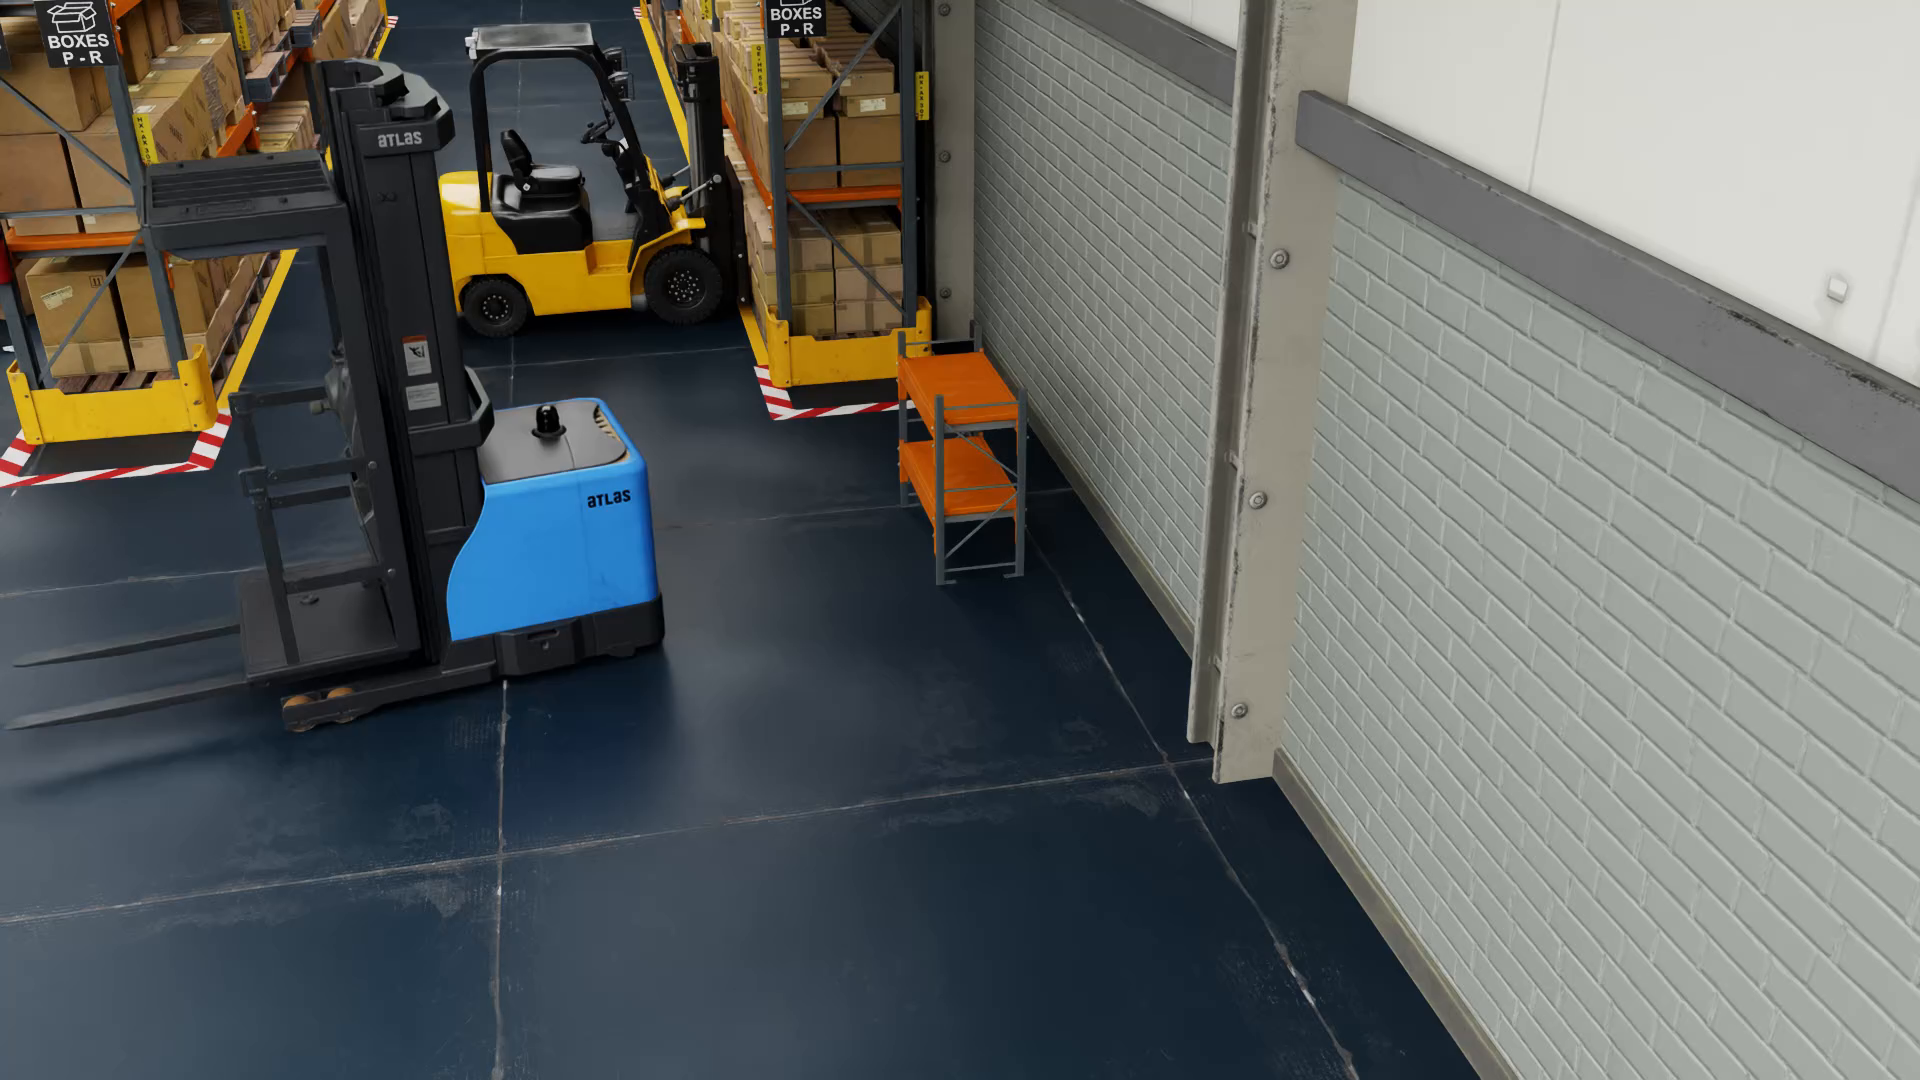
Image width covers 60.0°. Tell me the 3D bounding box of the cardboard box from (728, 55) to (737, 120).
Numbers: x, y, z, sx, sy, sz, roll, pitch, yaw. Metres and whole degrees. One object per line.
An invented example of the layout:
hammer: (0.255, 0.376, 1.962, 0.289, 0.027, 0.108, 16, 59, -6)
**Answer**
cardboard box: (-1.612, -3.701, 13.642, 0.500, 0.500, 0.500, -6, 27, -12)

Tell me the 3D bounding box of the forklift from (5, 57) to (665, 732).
forklift: (-3.092, -0.665, 7.815, 3.031, 2.935, 1.130, -11, 29, -21)

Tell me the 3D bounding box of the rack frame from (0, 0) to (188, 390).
rack frame: (-5.640, -2.065, 10.512, 1.000, 3.000, 0.127, -6, 27, -12)

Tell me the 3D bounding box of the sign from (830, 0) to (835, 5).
sign: (-1.166, -4.806, 14.893, 0.100, 0.325, 0.005, -6, 27, -12)

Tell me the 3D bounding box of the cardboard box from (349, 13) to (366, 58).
cardboard box: (-8.381, -6.663, 22.000, 0.875, 0.438, 0.875, -6, 27, -12)

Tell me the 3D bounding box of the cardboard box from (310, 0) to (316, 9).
cardboard box: (-7.441, -5.974, 18.423, 0.500, 0.250, 0.500, -7, 28, -13)

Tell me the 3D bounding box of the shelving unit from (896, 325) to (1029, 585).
shelving unit: (-0.002, -0.505, 9.502, 0.538, 1.125, 1.048, -6, 27, -12)

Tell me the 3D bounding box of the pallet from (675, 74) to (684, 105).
pallet: (-3.010, -5.704, 20.817, 1.003, 0.211, 1.213, -6, 27, -12)

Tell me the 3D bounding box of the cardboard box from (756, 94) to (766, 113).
cardboard box: (-1.242, -3.138, 11.807, 0.380, 0.149, 0.250, -6, 27, -11)

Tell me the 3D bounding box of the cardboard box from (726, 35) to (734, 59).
cardboard box: (-1.704, -4.038, 13.590, 0.380, 0.149, 0.250, -6, 27, -12)

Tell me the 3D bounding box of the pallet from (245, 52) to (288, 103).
pallet: (-6.572, -4.086, 14.729, 1.003, 0.211, 1.213, -6, 27, -12)

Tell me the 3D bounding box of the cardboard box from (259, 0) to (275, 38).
cardboard box: (-6.579, -4.859, 15.141, 0.500, 0.500, 0.500, -6, 27, -12)

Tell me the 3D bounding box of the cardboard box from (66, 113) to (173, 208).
cardboard box: (-5.476, -2.479, 10.891, 0.500, 0.500, 0.500, -6, 27, -12)

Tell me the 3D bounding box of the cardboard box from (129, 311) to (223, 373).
cardboard box: (-5.552, -1.407, 11.794, 0.500, 0.250, 0.500, -6, 27, -12)

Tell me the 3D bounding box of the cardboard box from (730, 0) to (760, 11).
cardboard box: (-1.759, -4.520, 14.215, 0.380, 0.149, 0.250, -6, 27, -11)

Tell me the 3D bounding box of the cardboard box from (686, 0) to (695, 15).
cardboard box: (-2.534, -5.568, 17.064, 0.500, 0.250, 0.500, -7, 28, -13)

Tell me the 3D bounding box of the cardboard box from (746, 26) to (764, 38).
cardboard box: (-1.482, -3.959, 13.103, 0.380, 0.149, 0.250, -6, 27, -11)

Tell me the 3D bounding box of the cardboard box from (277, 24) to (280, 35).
cardboard box: (-6.713, -4.860, 15.863, 0.380, 0.149, 0.250, -7, 28, -13)

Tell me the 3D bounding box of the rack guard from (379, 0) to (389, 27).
rack guard: (-9.251, -7.984, 25.013, 1.175, 0.500, 0.348, -6, 27, -12)

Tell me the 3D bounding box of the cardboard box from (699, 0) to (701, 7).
cardboard box: (-2.268, -5.115, 15.723, 0.380, 0.149, 0.250, -7, 28, -13)

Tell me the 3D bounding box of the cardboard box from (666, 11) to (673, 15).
cardboard box: (-3.687, -7.015, 21.908, 0.380, 0.149, 0.250, -5, 27, -9)

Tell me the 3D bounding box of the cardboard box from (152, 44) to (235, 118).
cardboard box: (-6.076, -3.603, 13.119, 0.500, 0.500, 0.500, -5, 27, -10)

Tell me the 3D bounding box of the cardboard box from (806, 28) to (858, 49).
cardboard box: (-0.993, -3.889, 12.965, 0.380, 0.149, 0.250, -6, 27, -11)

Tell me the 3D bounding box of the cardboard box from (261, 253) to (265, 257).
cardboard box: (-6.146, -2.549, 14.056, 0.500, 0.250, 0.500, -5, 27, -9)

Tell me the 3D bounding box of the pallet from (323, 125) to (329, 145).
pallet: (-7.547, -4.686, 18.800, 1.003, 0.211, 1.213, -6, 27, -12)

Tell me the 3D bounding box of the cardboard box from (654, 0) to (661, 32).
cardboard box: (-3.976, -7.553, 23.694, 0.700, 0.500, 0.500, -7, 28, -14)

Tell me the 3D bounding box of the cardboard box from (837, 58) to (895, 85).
cardboard box: (-0.671, -3.330, 11.857, 0.380, 0.149, 0.250, -5, 27, -10)

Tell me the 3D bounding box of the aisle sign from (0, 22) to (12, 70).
aisle sign: (-5.908, -3.169, 9.814, 0.394, 0.787, 0.004, -6, 27, -12)

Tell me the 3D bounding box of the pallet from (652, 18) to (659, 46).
pallet: (-3.941, -7.432, 24.240, 1.003, 0.211, 1.213, -6, 27, -12)

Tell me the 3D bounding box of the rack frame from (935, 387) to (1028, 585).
rack frame: (0.113, -0.282, 9.060, 0.500, 1.125, 0.032, -6, 27, -12)

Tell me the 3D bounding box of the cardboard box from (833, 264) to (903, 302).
cardboard box: (-0.708, -1.981, 12.377, 0.500, 0.250, 0.500, -5, 27, -11)

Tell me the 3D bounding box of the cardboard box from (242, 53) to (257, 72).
cardboard box: (-6.358, -4.171, 14.498, 0.380, 0.149, 0.250, -6, 27, -11)

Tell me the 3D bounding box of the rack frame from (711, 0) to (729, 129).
rack frame: (-1.706, -4.327, 14.993, 1.000, 3.000, 0.127, -6, 27, -12)

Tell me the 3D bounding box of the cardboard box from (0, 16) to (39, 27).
cardboard box: (-6.290, -3.327, 11.462, 0.700, 0.500, 0.500, -6, 27, -12)

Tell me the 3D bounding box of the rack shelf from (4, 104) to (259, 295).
rack shelf: (-6.091, -2.622, 12.414, 1.077, 0.370, 4.000, -6, 27, -12)

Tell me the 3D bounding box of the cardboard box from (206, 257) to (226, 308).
cardboard box: (-5.680, -1.981, 12.100, 0.500, 0.500, 0.500, -7, 28, -14)

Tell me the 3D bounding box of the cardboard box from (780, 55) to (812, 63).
cardboard box: (-1.262, -3.391, 11.978, 0.380, 0.149, 0.250, -5, 27, -10)

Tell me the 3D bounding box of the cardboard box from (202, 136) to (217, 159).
cardboard box: (-5.818, -2.928, 12.502, 0.380, 0.149, 0.250, -6, 27, -11)

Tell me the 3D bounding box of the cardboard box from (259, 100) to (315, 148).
cardboard box: (-7.325, -4.342, 17.474, 0.950, 0.372, 0.625, -8, 28, -15)

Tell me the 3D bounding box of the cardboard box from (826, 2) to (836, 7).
cardboard box: (-1.251, -4.455, 14.086, 0.380, 0.149, 0.250, -6, 27, -12)

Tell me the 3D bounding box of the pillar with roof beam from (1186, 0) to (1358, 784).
pillar with roof beam: (-2.926, -2.575, 4.865, 9.100, 9.000, 0.400, -6, 27, -12)

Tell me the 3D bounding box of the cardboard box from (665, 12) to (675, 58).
cardboard box: (-3.619, -6.675, 21.954, 0.500, 0.500, 0.500, -5, 27, -9)

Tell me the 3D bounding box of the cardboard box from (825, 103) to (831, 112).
cardboard box: (-0.785, -3.087, 12.427, 0.500, 0.500, 0.500, -5, 27, -10)

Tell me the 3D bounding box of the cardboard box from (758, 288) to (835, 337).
cardboard box: (-1.218, -1.705, 12.384, 0.500, 0.250, 0.500, -6, 27, -11)

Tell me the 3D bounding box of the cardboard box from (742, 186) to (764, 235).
cardboard box: (-1.457, -2.592, 13.031, 0.500, 0.250, 0.500, -6, 27, -11)

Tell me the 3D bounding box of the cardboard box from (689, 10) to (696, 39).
cardboard box: (-2.514, -5.349, 17.186, 0.500, 0.250, 0.500, -7, 28, -13)

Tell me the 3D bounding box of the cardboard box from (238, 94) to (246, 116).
cardboard box: (-6.172, -3.599, 13.830, 0.380, 0.149, 0.250, -6, 27, -12)

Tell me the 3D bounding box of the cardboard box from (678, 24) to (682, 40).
cardboard box: (-3.237, -6.220, 20.332, 0.380, 0.149, 0.250, -7, 28, -14)
